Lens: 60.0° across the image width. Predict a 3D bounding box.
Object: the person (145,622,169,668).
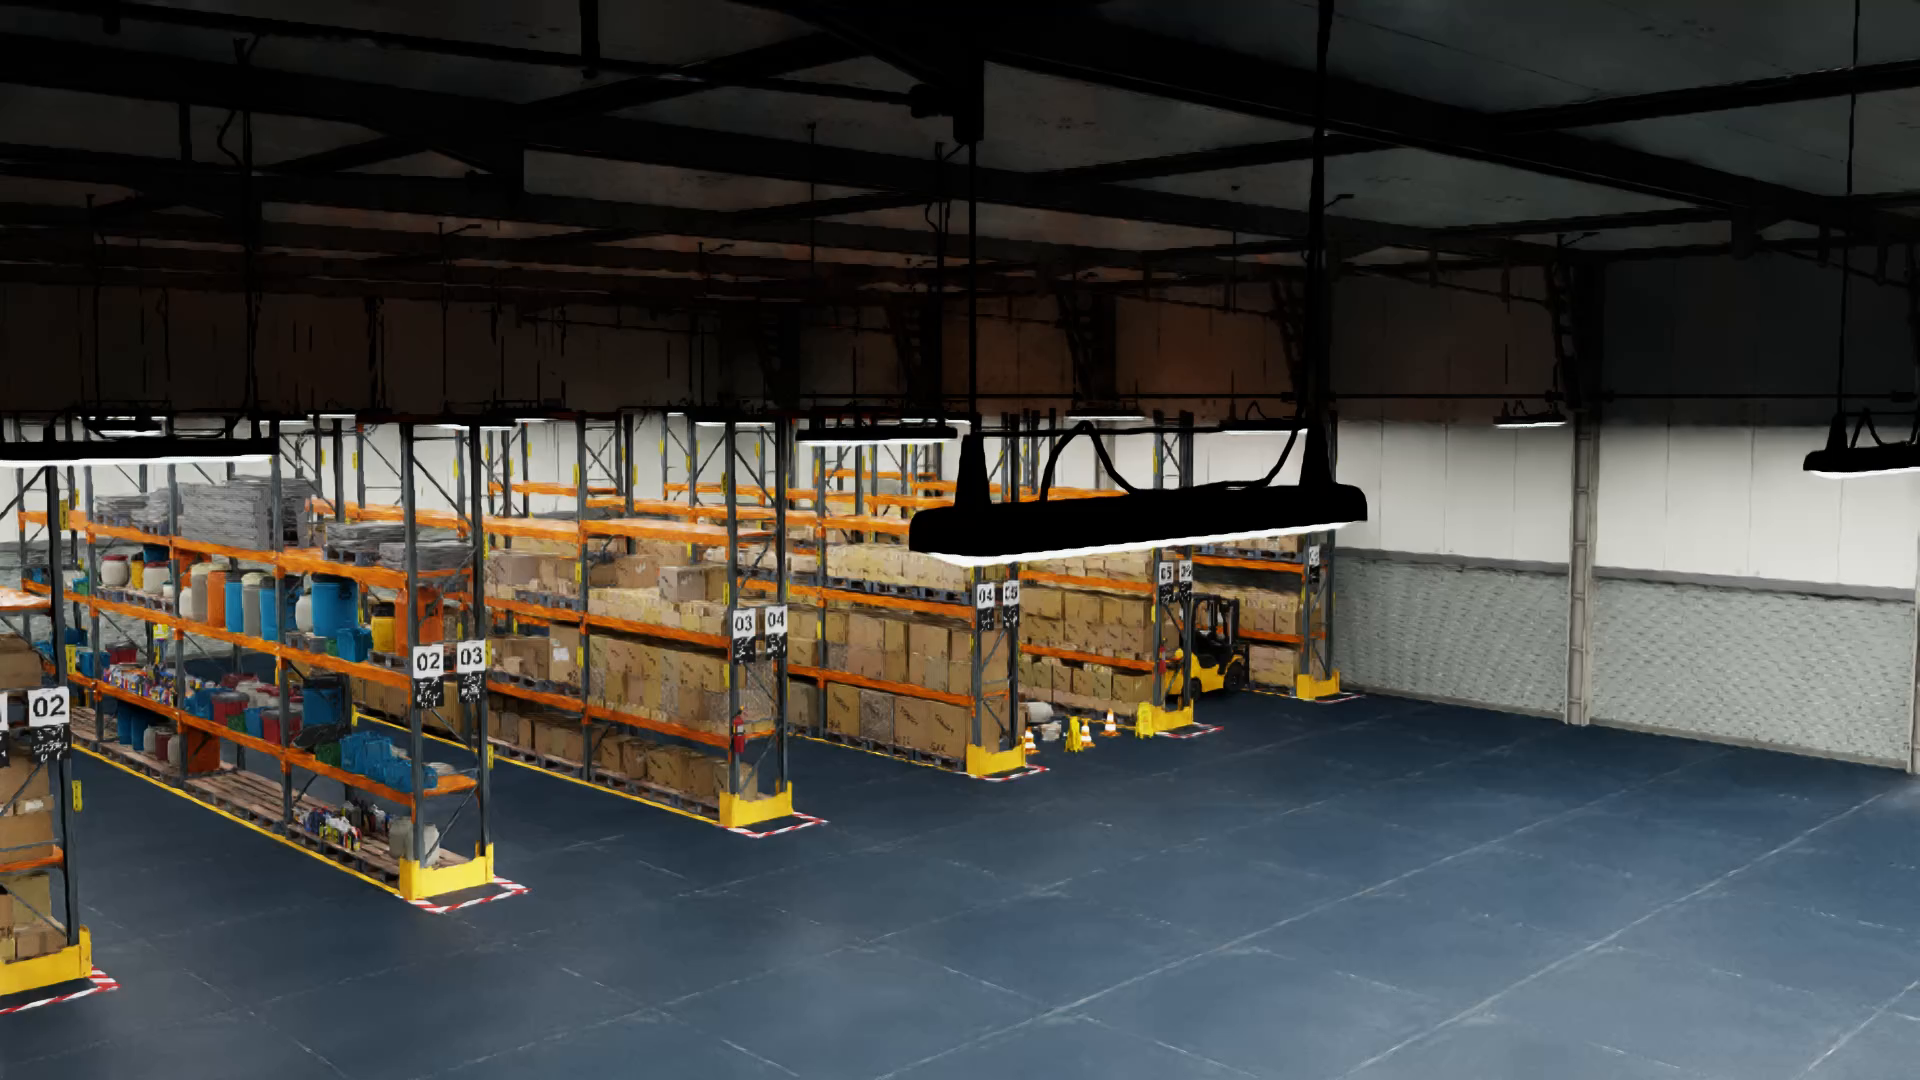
[{"bbox_3d":[-18.047,2.220,37.335,0.577,1.757,0.615,1,5,10],"label":"person"}]
